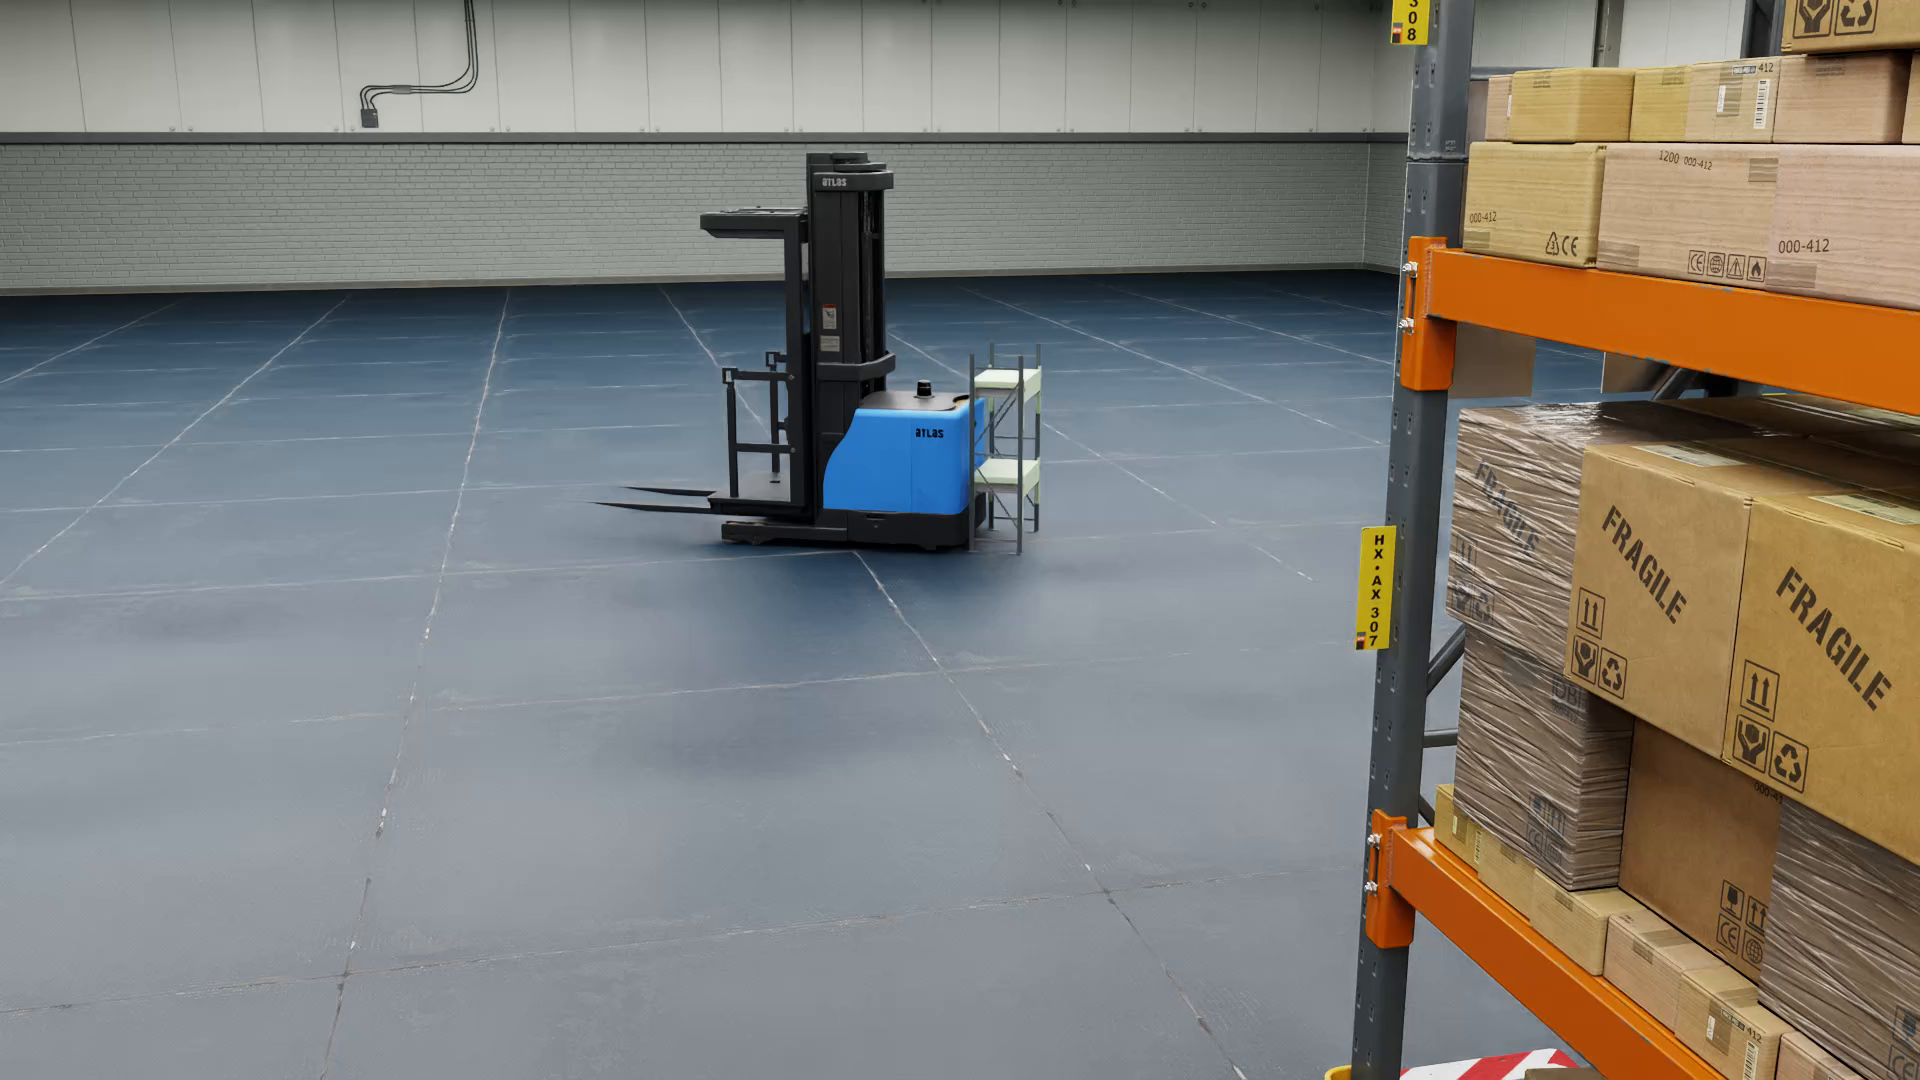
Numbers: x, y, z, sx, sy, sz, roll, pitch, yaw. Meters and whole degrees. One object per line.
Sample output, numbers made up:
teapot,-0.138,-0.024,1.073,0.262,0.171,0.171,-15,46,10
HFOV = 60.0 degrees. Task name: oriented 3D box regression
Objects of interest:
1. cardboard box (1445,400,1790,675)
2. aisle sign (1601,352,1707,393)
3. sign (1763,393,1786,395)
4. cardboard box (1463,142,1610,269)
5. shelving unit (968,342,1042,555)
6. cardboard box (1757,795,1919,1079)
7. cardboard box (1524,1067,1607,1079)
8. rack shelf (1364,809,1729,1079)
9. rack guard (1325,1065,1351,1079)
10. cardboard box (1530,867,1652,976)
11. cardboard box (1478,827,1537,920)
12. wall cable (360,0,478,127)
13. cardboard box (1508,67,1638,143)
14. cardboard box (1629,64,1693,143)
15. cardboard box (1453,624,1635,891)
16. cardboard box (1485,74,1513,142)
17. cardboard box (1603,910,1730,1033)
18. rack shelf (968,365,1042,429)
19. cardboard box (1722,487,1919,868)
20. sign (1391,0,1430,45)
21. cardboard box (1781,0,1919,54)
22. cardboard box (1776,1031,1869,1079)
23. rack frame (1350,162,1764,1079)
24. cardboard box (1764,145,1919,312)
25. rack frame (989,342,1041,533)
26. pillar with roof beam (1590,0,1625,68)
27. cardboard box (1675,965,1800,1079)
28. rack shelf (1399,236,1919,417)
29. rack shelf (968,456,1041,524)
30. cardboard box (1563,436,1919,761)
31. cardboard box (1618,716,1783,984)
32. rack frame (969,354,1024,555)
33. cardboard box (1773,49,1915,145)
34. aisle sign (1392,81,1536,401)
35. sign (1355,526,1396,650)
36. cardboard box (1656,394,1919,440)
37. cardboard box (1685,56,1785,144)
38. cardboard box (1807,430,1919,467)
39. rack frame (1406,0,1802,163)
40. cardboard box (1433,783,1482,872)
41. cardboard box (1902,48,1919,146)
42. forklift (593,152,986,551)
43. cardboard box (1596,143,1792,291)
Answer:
cardboard box,1.463,-0.022,3.753,0.500,0.500,0.500,-3,14,-13
aisle sign,1.876,-0.779,4.319,0.394,0.787,0.004,-3,14,-13
sign,2.143,-0.228,4.433,0.100,0.325,0.005,-3,14,-13
cardboard box,1.460,-0.744,3.648,0.500,0.250,0.500,-3,14,-12
shelving unit,0.348,-0.711,12.676,0.431,1.500,0.755,3,14,12
cardboard box,2.010,0.676,3.001,0.875,0.500,0.500,-3,14,-13
cardboard box,1.729,1.670,4.154,0.500,0.500,0.500,-1,14,-3
rack shelf,2.068,1.326,2.697,1.077,0.370,4.000,-3,14,-13
rack guard,1.616,1.746,4.725,1.175,0.500,0.348,-3,14,-13
cardboard box,1.518,0.833,3.727,0.380,0.149,0.250,-3,14,-13
cardboard box,1.474,0.774,3.966,0.380,0.149,0.250,-3,14,-13
wall cable,-10.791,-11.211,32.687,2.305,6.003,0.169,-3,14,-13
cardboard box,1.405,-0.922,3.535,0.380,0.149,0.250,-3,14,-12
cardboard box,1.584,-0.870,3.325,0.380,0.149,0.250,-4,14,-14
cardboard box,1.701,0.450,3.927,0.875,0.500,0.500,-3,14,-13
cardboard box,1.438,-0.987,3.802,0.380,0.149,0.250,-3,14,-14
cardboard box,1.597,0.889,3.495,0.380,0.149,0.250,-3,14,-13
rack shelf,0.348,-1.090,12.584,0.431,0.370,0.720,3,14,12
cardboard box,1.692,0.209,2.807,0.500,0.500,0.500,-3,14,-13
sign,1.071,-1.337,3.917,0.100,0.325,0.005,-3,14,-13
cardboard box,1.685,-1.021,2.574,0.500,0.500,0.500,-3,14,-13
cardboard box,1.734,1.004,3.028,0.380,0.149,0.250,-3,14,-13
rack frame,1.599,0.515,4.500,1.000,3.000,0.127,-3,14,-13
cardboard box,1.700,-0.511,2.694,0.500,0.250,0.500,-3,14,-13
rack frame,0.428,-0.796,13.023,0.400,1.500,0.023,3,14,12
pillar with roof beam,7.227,-8.411,28.395,9.100,9.000,0.400,-3,14,-13
cardboard box,1.649,0.948,3.258,0.380,0.149,0.250,-3,14,-13
rack shelf,2.068,-0.132,2.341,1.077,0.370,4.000,-3,14,-13
rack shelf,0.348,-0.394,12.754,0.431,0.370,0.720,3,14,12
cardboard box,1.573,0.094,3.279,0.500,0.500,0.500,-3,14,-13
cardboard box,1.935,0.559,3.483,0.875,0.500,0.500,-3,14,-13
rack frame,0.268,-0.626,12.330,0.400,1.500,0.023,3,14,12
cardboard box,1.632,-0.747,2.821,0.380,0.149,0.250,-3,14,-13
aisle sign,1.292,-0.746,4.182,0.394,0.787,0.004,-3,14,-13
sign,1.071,0.124,4.274,0.100,0.325,0.005,-3,14,-13
cardboard box,1.968,-0.051,3.871,0.500,0.500,0.500,-3,14,-13
cardboard box,1.579,-0.803,3.051,0.380,0.149,0.250,-3,14,-11
cardboard box,2.091,0.064,3.401,0.500,0.500,0.500,-3,14,-13
rack frame,1.599,-2.400,3.788,1.000,3.000,0.127,-3,14,-13
cardboard box,1.434,0.716,4.207,0.380,0.149,0.250,-3,14,-13
cardboard box,1.711,-0.685,2.566,0.380,0.149,0.250,-4,14,-16
forklift,-1.364,-1.504,12.908,3.031,2.935,1.130,3,14,12
cardboard box,1.588,-0.625,3.162,0.500,0.250,0.500,-4,14,-14
